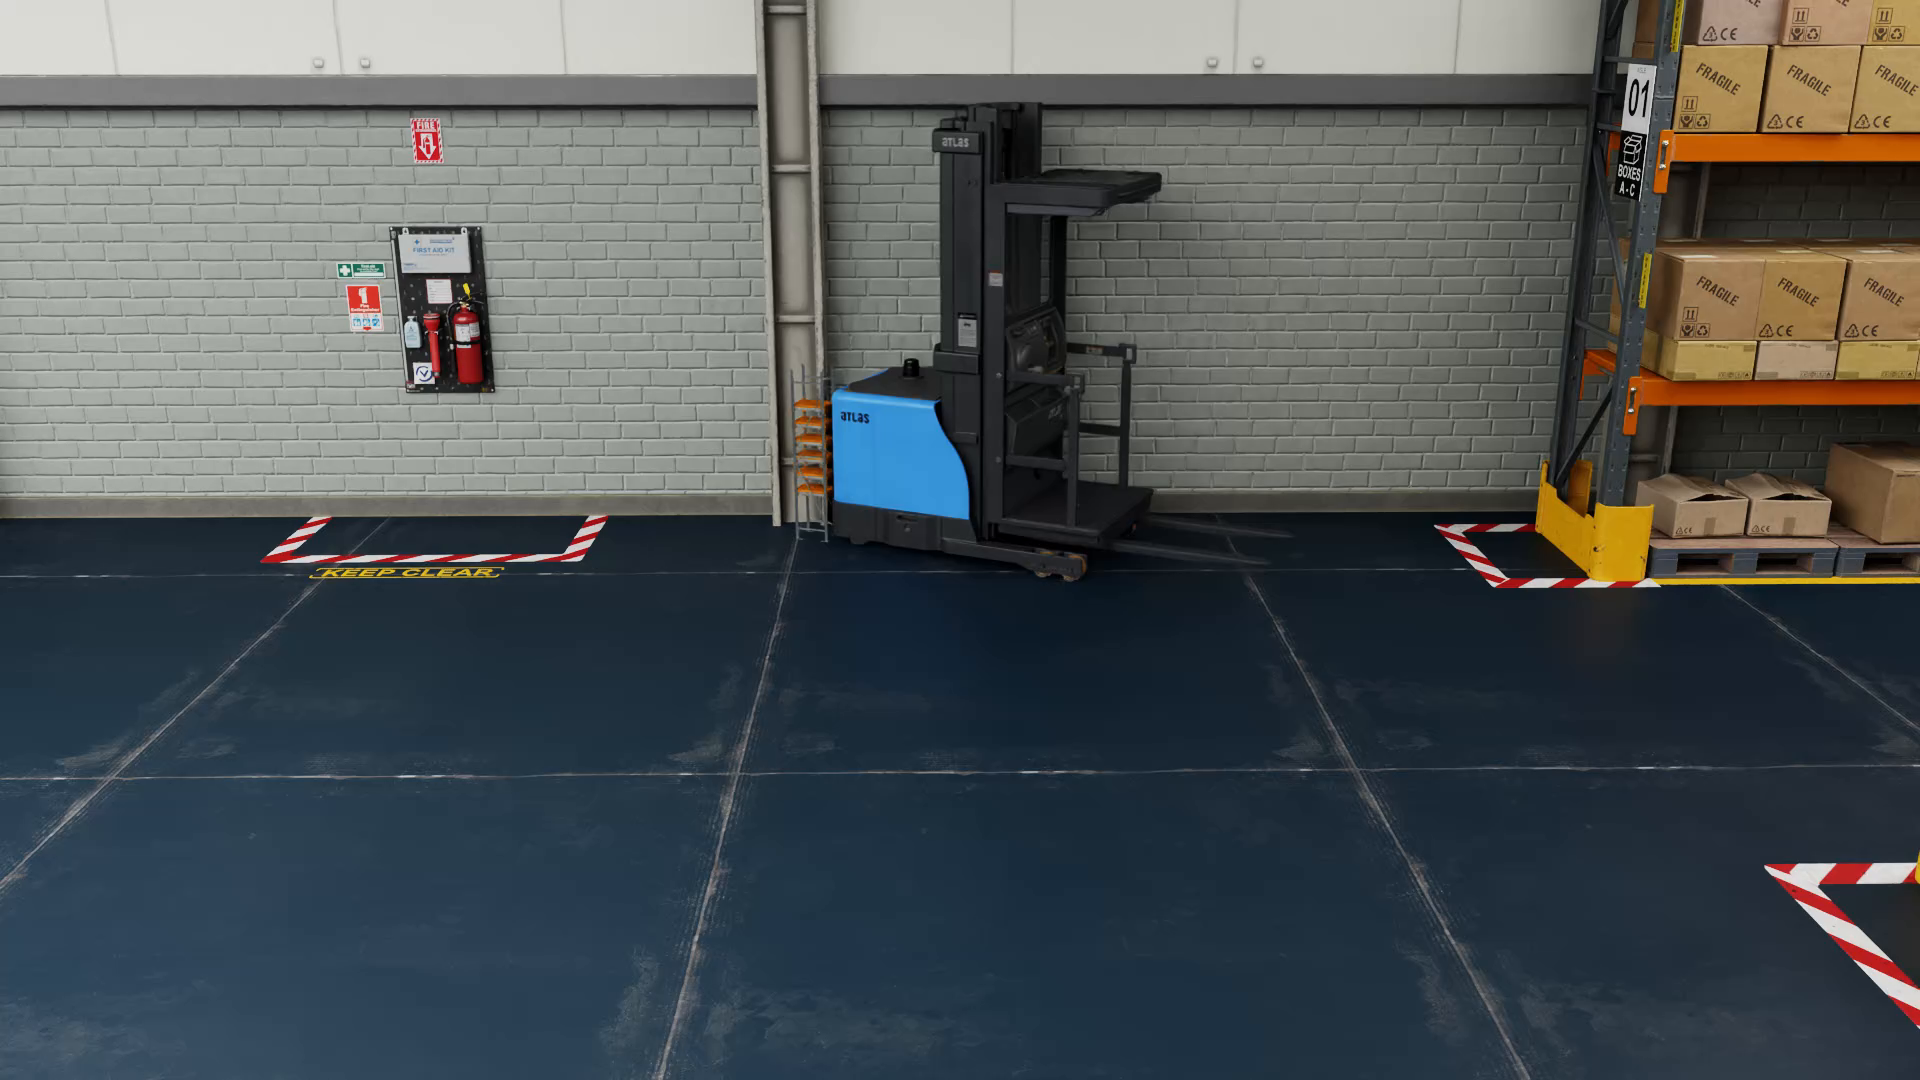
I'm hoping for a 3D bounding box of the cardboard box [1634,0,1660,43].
[{"bbox_3d":[4.601,-3.382,10.436,0.500,0.500,0.500,1,18,2],"label":"cardboard box"}]

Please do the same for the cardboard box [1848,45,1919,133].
[{"bbox_3d":[5.569,-2.745,10.086,0.500,0.500,0.500,1,18,2],"label":"cardboard box"}]

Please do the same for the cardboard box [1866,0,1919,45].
[{"bbox_3d":[5.578,-3.221,9.933,0.500,0.500,0.500,0,18,1],"label":"cardboard box"}]

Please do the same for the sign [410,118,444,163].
[{"bbox_3d":[-3.620,-2.711,11.293,0.199,0.298,0.001,0,18,-1],"label":"sign"}]

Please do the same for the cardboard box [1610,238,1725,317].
[{"bbox_3d":[4.642,-1.701,10.924,0.500,0.500,0.500,0,18,-1],"label":"cardboard box"}]

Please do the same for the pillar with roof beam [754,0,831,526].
[{"bbox_3d":[-1.071,-3.119,6.538,0.400,9.000,9.100,0,18,-1],"label":"pillar with roof beam"}]

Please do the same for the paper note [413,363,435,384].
[{"bbox_3d":[-3.788,-1.178,11.750,0.142,0.148,0.016,0,18,-1],"label":"paper note"}]

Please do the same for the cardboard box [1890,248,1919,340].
[{"bbox_3d":[6.183,-1.550,10.455,0.500,0.500,0.500,0,18,1],"label":"cardboard box"}]

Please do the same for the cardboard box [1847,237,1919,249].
[{"bbox_3d":[6.166,-1.707,10.942,0.500,0.500,0.500,0,18,0],"label":"cardboard box"}]

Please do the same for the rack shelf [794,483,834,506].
[{"bbox_3d":[-0.996,-0.321,11.511,0.258,0.103,0.180,6,19,19],"label":"rack shelf"}]

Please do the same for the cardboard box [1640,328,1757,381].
[{"bbox_3d":[4.667,-1.182,10.534,0.500,0.250,0.500,-1,18,-2],"label":"cardboard box"}]

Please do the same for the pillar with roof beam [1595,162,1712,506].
[{"bbox_3d":[4.929,-3.148,6.629,0.400,9.000,9.100,0,18,-1],"label":"pillar with roof beam"}]

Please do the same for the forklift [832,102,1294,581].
[{"bbox_3d":[0.682,-1.317,10.854,3.031,2.935,1.130,8,19,23],"label":"forklift"}]

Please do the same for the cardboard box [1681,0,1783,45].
[{"bbox_3d":[4.563,-3.228,9.955,0.500,0.500,0.500,-2,18,-5],"label":"cardboard box"}]

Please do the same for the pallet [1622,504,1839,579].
[{"bbox_3d":[5.063,-0.004,11.215,1.213,0.211,1.003,0,18,-1],"label":"pallet"}]

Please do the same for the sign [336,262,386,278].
[{"bbox_3d":[-4.160,-1.872,11.548,0.331,0.109,0.001,0,18,-1],"label":"sign"}]

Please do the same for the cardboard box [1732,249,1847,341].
[{"bbox_3d":[5.151,-1.544,10.434,0.500,0.500,0.500,0,18,-1],"label":"cardboard box"}]

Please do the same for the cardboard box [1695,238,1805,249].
[{"bbox_3d":[5.146,-1.700,10.923,0.500,0.500,0.500,0,18,0],"label":"cardboard box"}]

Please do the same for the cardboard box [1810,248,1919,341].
[{"bbox_3d":[5.667,-1.544,10.436,0.500,0.500,0.500,-1,18,-3],"label":"cardboard box"}]

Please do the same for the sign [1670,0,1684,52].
[{"bbox_3d":[4.183,-3.017,9.701,0.005,0.325,0.100,0,18,-1],"label":"sign"}]

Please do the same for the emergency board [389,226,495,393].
[{"bbox_3d":[-3.610,-1.577,11.553,0.643,1.169,0.194,0,18,-1],"label":"emergency board"}]

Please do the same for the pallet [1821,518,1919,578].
[{"bbox_3d":[6.280,-0.009,11.231,1.213,0.211,1.003,0,18,-1],"label":"pallet"}]

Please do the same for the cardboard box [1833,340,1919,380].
[{"bbox_3d":[5.696,-1.190,10.558,0.500,0.250,0.500,-1,18,-2],"label":"cardboard box"}]

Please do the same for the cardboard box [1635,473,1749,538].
[{"bbox_3d":[4.868,-0.244,11.078,0.500,0.311,0.500,-2,18,-7],"label":"cardboard box"}]

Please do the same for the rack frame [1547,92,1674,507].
[{"bbox_3d":[4.174,-1.339,10.810,0.127,3.000,1.000,0,18,-1],"label":"rack frame"}]

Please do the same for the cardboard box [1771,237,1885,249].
[{"bbox_3d":[5.663,-1.704,10.934,0.500,0.500,0.500,-1,18,-2],"label":"cardboard box"}]

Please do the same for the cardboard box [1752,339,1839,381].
[{"bbox_3d":[5.186,-1.189,10.556,0.500,0.250,0.500,-1,18,-3],"label":"cardboard box"}]

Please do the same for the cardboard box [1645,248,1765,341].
[{"bbox_3d":[4.656,-1.544,10.436,0.500,0.500,0.500,0,18,-1],"label":"cardboard box"}]

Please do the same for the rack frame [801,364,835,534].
[{"bbox_3d":[-0.966,-0.618,11.503,0.240,1.200,0.006,6,19,19],"label":"rack frame"}]

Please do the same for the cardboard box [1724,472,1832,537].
[{"bbox_3d":[5.438,-0.246,11.086,0.500,0.311,0.500,1,18,4],"label":"cardboard box"}]

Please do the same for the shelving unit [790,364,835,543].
[{"bbox_3d":[-0.997,-0.591,11.421,0.258,1.200,0.189,6,19,19],"label":"shelving unit"}]

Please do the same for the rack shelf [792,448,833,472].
[{"bbox_3d":[-0.997,-0.549,11.435,0.258,0.103,0.180,6,19,19],"label":"rack shelf"}]

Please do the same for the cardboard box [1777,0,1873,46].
[{"bbox_3d":[5.066,-3.215,9.914,0.500,0.500,0.500,0,18,-1],"label":"cardboard box"}]

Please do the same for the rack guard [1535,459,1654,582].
[{"bbox_3d":[4.250,-0.149,11.193,0.348,0.500,1.175,0,18,-1],"label":"rack guard"}]

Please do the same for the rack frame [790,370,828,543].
[{"bbox_3d":[-1.027,-0.563,11.339,0.240,1.200,0.006,6,19,19],"label":"rack frame"}]

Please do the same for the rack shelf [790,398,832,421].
[{"bbox_3d":[-0.998,-0.890,11.321,0.258,0.103,0.180,6,19,19],"label":"rack shelf"}]

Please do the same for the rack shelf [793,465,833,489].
[{"bbox_3d":[-0.996,-0.435,11.473,0.258,0.103,0.180,6,19,19],"label":"rack shelf"}]

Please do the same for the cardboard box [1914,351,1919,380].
[{"bbox_3d":[6.201,-1.191,10.563,0.500,0.250,0.500,0,18,0],"label":"cardboard box"}]

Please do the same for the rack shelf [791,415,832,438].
[{"bbox_3d":[-0.998,-0.776,11.359,0.258,0.103,0.180,6,19,19],"label":"rack shelf"}]

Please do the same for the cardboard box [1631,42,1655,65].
[{"bbox_3d":[4.588,-2.903,10.580,0.500,0.500,0.500,1,18,3],"label":"cardboard box"}]

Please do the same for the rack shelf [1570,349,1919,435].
[{"bbox_3d":[6.174,-1.006,10.950,4.000,0.370,1.077,0,18,-1],"label":"rack shelf"}]

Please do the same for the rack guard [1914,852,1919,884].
[{"bbox_3d":[4.232,1.365,6.475,0.348,0.500,1.175,0,18,-1],"label":"rack guard"}]

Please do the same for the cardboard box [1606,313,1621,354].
[{"bbox_3d":[4.639,-1.338,11.021,0.500,0.250,0.500,0,18,0],"label":"cardboard box"}]

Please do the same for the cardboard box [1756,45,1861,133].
[{"bbox_3d":[5.050,-2.741,10.074,0.500,0.500,0.500,1,18,3],"label":"cardboard box"}]

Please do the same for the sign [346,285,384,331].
[{"bbox_3d":[-4.165,-1.623,11.637,0.234,0.329,0.001,0,18,-1],"label":"sign"}]

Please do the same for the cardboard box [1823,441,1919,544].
[{"bbox_3d":[6.172,-0.325,11.021,0.500,0.500,0.700,-1,18,-4],"label":"cardboard box"}]

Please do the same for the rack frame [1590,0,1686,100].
[{"bbox_3d":[4.174,-4.195,9.893,0.127,3.000,1.000,0,18,-1],"label":"rack frame"}]

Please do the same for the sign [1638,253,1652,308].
[{"bbox_3d":[4.183,-1.585,10.161,0.005,0.325,0.100,0,18,-1],"label":"sign"}]

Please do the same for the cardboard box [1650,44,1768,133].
[{"bbox_3d":[4.513,-2.749,10.100,0.500,0.500,0.500,0,18,1],"label":"cardboard box"}]

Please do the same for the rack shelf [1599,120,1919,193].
[{"bbox_3d":[6.174,-2.434,10.491,4.000,0.370,1.077,0,18,-1],"label":"rack shelf"}]

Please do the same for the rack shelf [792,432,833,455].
[{"bbox_3d":[-0.997,-0.662,11.397,0.258,0.103,0.180,6,19,19],"label":"rack shelf"}]

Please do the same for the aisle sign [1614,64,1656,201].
[{"bbox_3d":[4.107,-2.484,10.126,0.004,0.787,0.394,0,18,-1],"label":"aisle sign"}]
